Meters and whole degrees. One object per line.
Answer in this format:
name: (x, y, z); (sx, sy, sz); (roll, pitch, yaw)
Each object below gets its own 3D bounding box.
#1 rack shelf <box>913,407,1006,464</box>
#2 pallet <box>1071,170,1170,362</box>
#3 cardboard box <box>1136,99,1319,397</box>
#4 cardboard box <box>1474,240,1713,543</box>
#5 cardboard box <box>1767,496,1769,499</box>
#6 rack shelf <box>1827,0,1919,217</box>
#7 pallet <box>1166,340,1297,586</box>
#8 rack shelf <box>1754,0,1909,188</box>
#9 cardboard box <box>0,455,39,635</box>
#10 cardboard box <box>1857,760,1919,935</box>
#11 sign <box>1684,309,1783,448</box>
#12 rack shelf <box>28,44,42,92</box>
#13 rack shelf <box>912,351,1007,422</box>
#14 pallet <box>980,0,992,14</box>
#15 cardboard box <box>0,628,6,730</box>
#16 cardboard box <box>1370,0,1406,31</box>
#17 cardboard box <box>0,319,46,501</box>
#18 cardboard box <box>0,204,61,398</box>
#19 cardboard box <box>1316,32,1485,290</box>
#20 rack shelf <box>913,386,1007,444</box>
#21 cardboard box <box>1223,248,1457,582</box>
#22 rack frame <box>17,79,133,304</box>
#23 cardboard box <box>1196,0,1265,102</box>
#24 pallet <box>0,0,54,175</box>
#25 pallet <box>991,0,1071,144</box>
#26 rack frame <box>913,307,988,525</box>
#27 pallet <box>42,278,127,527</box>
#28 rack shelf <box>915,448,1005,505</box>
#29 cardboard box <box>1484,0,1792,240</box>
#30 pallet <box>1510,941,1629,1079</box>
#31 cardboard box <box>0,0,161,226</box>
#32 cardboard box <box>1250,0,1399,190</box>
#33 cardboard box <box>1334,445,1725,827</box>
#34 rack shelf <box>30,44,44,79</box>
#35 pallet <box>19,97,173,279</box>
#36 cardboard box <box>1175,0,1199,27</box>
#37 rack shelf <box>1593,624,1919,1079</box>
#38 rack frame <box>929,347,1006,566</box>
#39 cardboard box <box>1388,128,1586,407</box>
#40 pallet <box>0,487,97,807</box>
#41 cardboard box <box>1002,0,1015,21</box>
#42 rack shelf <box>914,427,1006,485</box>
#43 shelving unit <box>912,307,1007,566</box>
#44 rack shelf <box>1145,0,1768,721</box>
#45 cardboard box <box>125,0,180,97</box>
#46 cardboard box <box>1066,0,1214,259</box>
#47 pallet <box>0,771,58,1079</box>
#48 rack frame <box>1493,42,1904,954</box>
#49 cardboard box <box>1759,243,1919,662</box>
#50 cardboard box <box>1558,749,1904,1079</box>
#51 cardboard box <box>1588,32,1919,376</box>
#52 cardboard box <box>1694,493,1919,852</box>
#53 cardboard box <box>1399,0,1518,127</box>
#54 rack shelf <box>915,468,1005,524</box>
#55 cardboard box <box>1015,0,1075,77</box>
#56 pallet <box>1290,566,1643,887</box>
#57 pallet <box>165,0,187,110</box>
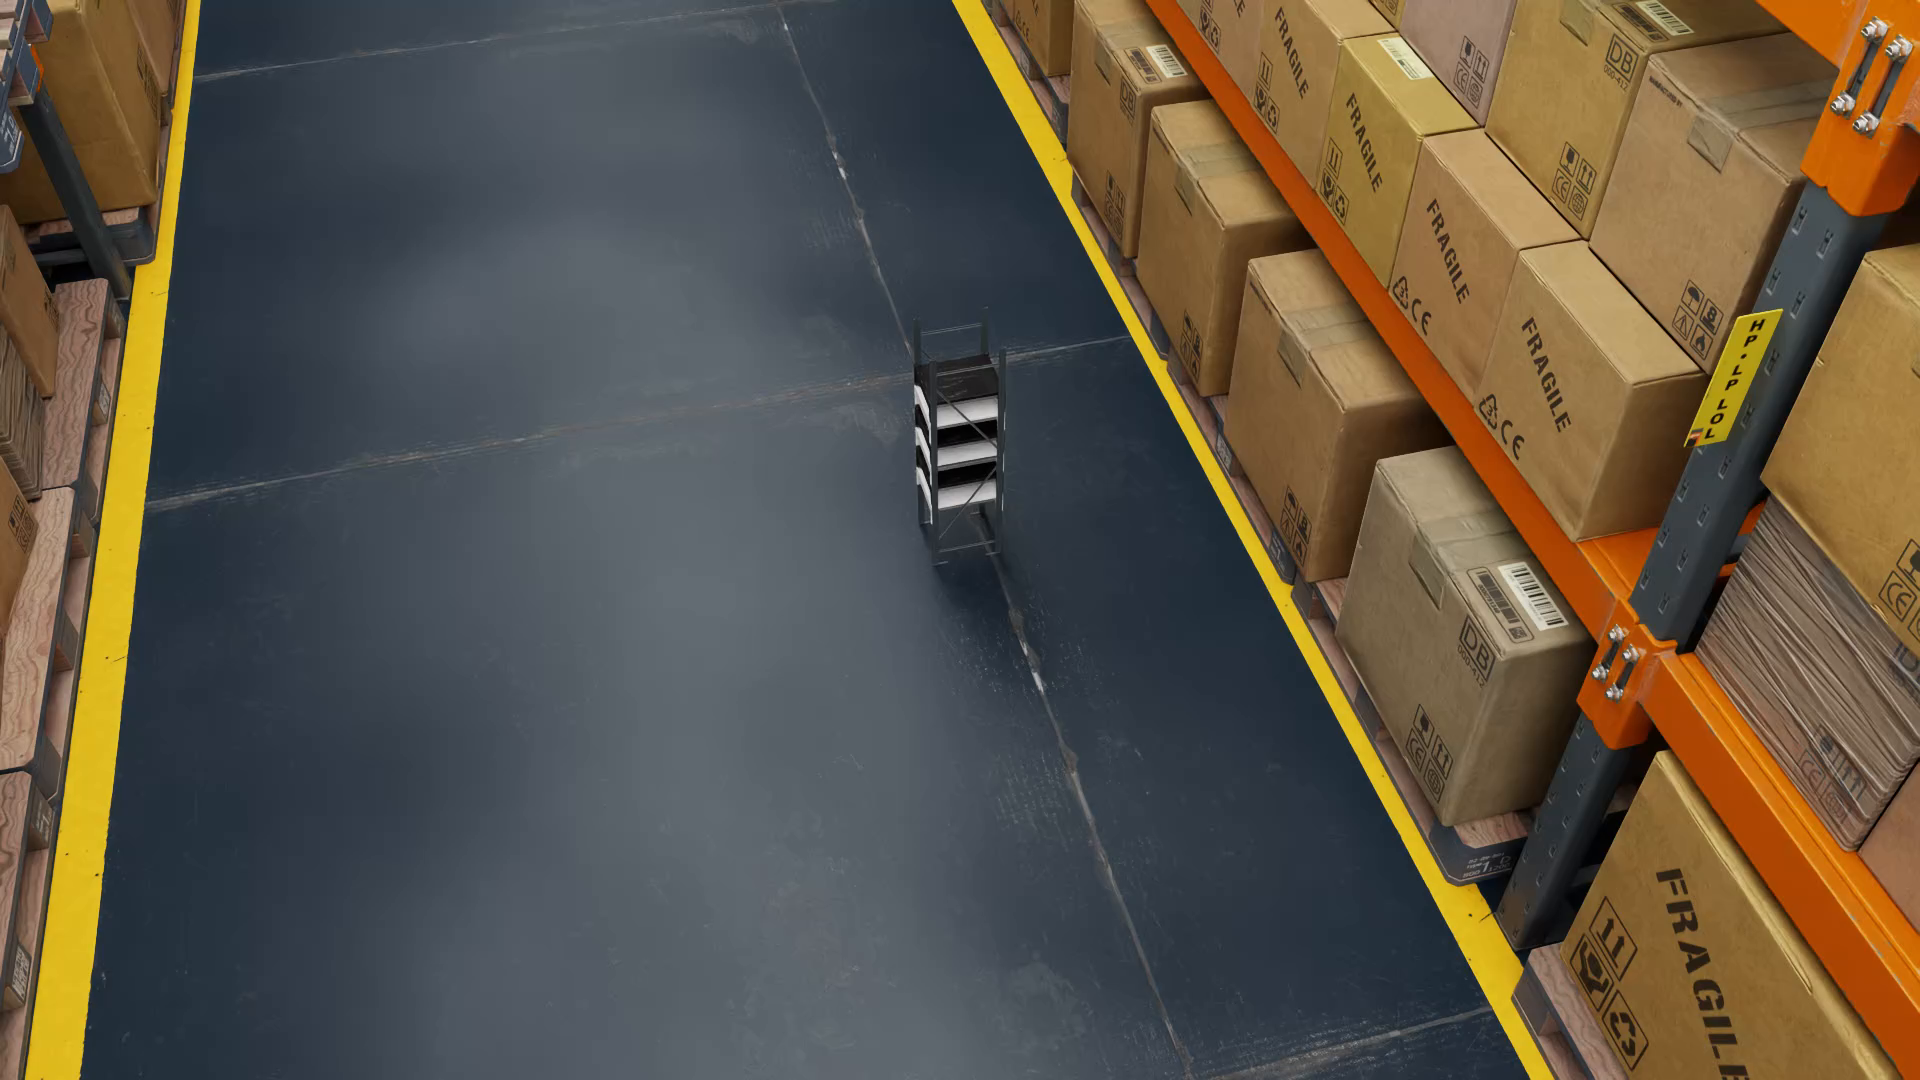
rack shelf: (-0.002, -0.360, 5.394); (0.258, 0.077, 0.200); (-11, 47, -10)
pallet: (1.113, -1.262, 6.839); (1.003, 0.211, 1.213); (-11, 47, -10)
cardboard box: (1.280, -1.116, 6.025); (1.050, 0.750, 0.750); (-10, 46, -10)
cardboard box: (1.616, -0.381, 3.953); (0.500, 0.500, 0.500); (-11, 47, -11)
cardboard box: (2.133, -0.482, 4.052); (0.500, 0.500, 0.500); (-10, 46, -10)
rack shelf: (2.520, 0.548, 1.516); (1.077, 0.370, 4.000); (-11, 47, -10)
pallet: (1.421, -0.422, 6.015); (1.003, 0.211, 1.213); (-11, 47, -10)
rack shelf: (1.496, -2.214, 4.223); (1.077, 0.370, 4.000); (-11, 47, -10)
cardboard box: (-3.340, -0.009, 5.100); (0.700, 0.500, 0.500); (-7, 46, -7)
cardboard box: (2.276, 0.541, 3.015); (0.875, 0.550, 0.550); (-11, 47, -10)
sign: (1.486, -0.306, 3.195); (0.100, 0.325, 0.005); (-11, 47, -10)
rack shelf: (-3.325, -0.327, 4.474); (1.077, 0.370, 4.000); (-11, 47, -10)
rack shelf: (-0.002, -0.486, 5.265); (0.258, 0.077, 0.200); (-11, 47, -10)
pallet: (0.476, -3.201, 8.739); (1.003, 0.211, 1.213); (-11, 47, -10)
cardboard box: (-3.197, 0.377, 4.723); (0.700, 0.500, 0.500); (-14, 47, -14)
cardboard box: (1.484, -1.814, 4.657); (0.700, 0.500, 0.500); (-11, 47, -11)
cardboard box: (-3.492, -0.399, 5.483); (0.700, 0.500, 0.500); (-14, 47, -14)
cardboard box: (-3.646, -0.779, 5.856); (0.700, 0.500, 0.500); (-13, 47, -12)
cardboard box: (1.357, -1.079, 4.637); (0.500, 0.500, 0.500); (-10, 46, -10)
rack shelf: (-0.002, -0.423, 5.329); (0.258, 0.077, 0.200); (-11, 47, -10)
cardboard box: (1.518, -0.473, 5.395); (1.050, 0.750, 0.750); (-11, 47, -10)
rack frame: (-3.837, -1.959, 5.570); (1.000, 3.000, 0.127); (-11, 47, -10)
cardboard box: (1.099, -1.773, 5.318); (0.500, 0.500, 0.500); (-11, 47, -10)
pallet: (-3.552, -1.420, 5.175); (1.213, 0.211, 1.003); (-11, 47, -10)
pallet: (0.785, -2.360, 7.915); (1.003, 0.211, 1.213); (-11, 47, -10)
rack frame: (-0.028, -0.391, 5.503); (0.240, 0.900, 0.006); (-11, 47, -10)
pallet: (-3.638, -0.443, 6.037); (1.003, 0.211, 1.213); (-11, 47, -10)
rack shelf: (-0.002, -0.234, 5.522); (0.258, 0.077, 0.200); (-11, 47, -10)
cardboard box: (1.741, -1.116, 3.974); (0.700, 0.500, 0.500); (-11, 47, -11)
pallet: (2.127, 1.481, 4.151); (1.003, 0.211, 1.213); (-11, 47, -10)
cardboard box: (-3.994, -1.843, 6.649); (1.225, 0.875, 0.875); (-13, 47, -12)
cardboard box: (1.225, -1.429, 4.980); (0.500, 0.500, 0.500); (-11, 47, -11)
cardboard box: (1.762, 0.194, 4.741); (1.050, 0.750, 0.750); (-11, 47, -11)
rack shelf: (-4.349, -3.088, 7.180); (1.077, 0.370, 4.000); (-11, 47, -10)
pallet: (-3.966, -1.541, 7.113); (1.003, 0.211, 1.213); (-11, 47, -10)
cardboard box: (0.970, -2.121, 5.659); (0.500, 0.500, 0.500); (-11, 47, -11)
rack shelf: (2.520, 1.598, 2.587); (1.077, 0.370, 4.000); (-11, 47, -10)
rack frame: (0.024, -0.250, 5.365); (0.240, 0.900, 0.006); (-11, 47, -10)
cardboard box: (1.486, -0.730, 4.295); (0.500, 0.500, 0.500); (-11, 47, -11)
pallet: (-3.330, 0.397, 5.213); (1.003, 0.211, 1.213); (-11, 47, -10)
cardboard box: (0.433, -2.834, 7.883); (0.500, 0.500, 0.500); (-9, 46, -9)
rack shelf: (-0.002, -0.297, 5.458); (0.258, 0.077, 0.200); (-11, 47, -10)
shelving unit: (-0.002, -0.321, 5.434); (0.258, 0.900, 0.210); (-11, 47, -10)
rack shelf: (1.496, -1.164, 5.294); (1.077, 0.370, 4.000); (-11, 47, -10)
cardboard box: (-4.214, -2.460, 7.254); (1.225, 0.875, 0.875); (-11, 47, -10)
cardboard box: (1.053, -1.719, 6.616); (1.050, 0.750, 0.750); (-11, 47, -11)
pallet: (-3.014, 1.241, 4.386); (1.003, 0.211, 1.213); (-11, 47, -10)
rack frame: (2.008, -0.035, 3.684); (1.000, 3.000, 0.127); (-11, 47, -10)
cardboard box: (2.069, -0.204, 2.989); (0.875, 0.550, 0.550); (-11, 47, -10)
cardboard box: (2.101, 1.009, 3.855); (0.875, 0.875, 0.875); (-10, 46, -10)
cardboard box: (1.875, -0.761, 3.626); (0.700, 0.500, 0.500); (-11, 47, -11)
cardboard box: (2.114, 0.165, 3.383); (0.875, 0.550, 0.550); (-11, 47, -10)
cardboard box: (1.612, -1.465, 4.315); (0.700, 0.500, 0.500); (-10, 46, -10)
rack shelf: (-0.002, -0.171, 5.586); (0.258, 0.077, 0.200); (-11, 47, -10)
cardboard box: (0.562, -2.475, 7.531); (0.500, 0.500, 0.500); (-11, 47, -11)
pallet: (1.737, 0.422, 5.188); (1.003, 0.211, 1.213); (-11, 47, -10)
pallet: (-4.275, -2.382, 7.937); (1.003, 0.211, 1.213); (-11, 47, -10)
